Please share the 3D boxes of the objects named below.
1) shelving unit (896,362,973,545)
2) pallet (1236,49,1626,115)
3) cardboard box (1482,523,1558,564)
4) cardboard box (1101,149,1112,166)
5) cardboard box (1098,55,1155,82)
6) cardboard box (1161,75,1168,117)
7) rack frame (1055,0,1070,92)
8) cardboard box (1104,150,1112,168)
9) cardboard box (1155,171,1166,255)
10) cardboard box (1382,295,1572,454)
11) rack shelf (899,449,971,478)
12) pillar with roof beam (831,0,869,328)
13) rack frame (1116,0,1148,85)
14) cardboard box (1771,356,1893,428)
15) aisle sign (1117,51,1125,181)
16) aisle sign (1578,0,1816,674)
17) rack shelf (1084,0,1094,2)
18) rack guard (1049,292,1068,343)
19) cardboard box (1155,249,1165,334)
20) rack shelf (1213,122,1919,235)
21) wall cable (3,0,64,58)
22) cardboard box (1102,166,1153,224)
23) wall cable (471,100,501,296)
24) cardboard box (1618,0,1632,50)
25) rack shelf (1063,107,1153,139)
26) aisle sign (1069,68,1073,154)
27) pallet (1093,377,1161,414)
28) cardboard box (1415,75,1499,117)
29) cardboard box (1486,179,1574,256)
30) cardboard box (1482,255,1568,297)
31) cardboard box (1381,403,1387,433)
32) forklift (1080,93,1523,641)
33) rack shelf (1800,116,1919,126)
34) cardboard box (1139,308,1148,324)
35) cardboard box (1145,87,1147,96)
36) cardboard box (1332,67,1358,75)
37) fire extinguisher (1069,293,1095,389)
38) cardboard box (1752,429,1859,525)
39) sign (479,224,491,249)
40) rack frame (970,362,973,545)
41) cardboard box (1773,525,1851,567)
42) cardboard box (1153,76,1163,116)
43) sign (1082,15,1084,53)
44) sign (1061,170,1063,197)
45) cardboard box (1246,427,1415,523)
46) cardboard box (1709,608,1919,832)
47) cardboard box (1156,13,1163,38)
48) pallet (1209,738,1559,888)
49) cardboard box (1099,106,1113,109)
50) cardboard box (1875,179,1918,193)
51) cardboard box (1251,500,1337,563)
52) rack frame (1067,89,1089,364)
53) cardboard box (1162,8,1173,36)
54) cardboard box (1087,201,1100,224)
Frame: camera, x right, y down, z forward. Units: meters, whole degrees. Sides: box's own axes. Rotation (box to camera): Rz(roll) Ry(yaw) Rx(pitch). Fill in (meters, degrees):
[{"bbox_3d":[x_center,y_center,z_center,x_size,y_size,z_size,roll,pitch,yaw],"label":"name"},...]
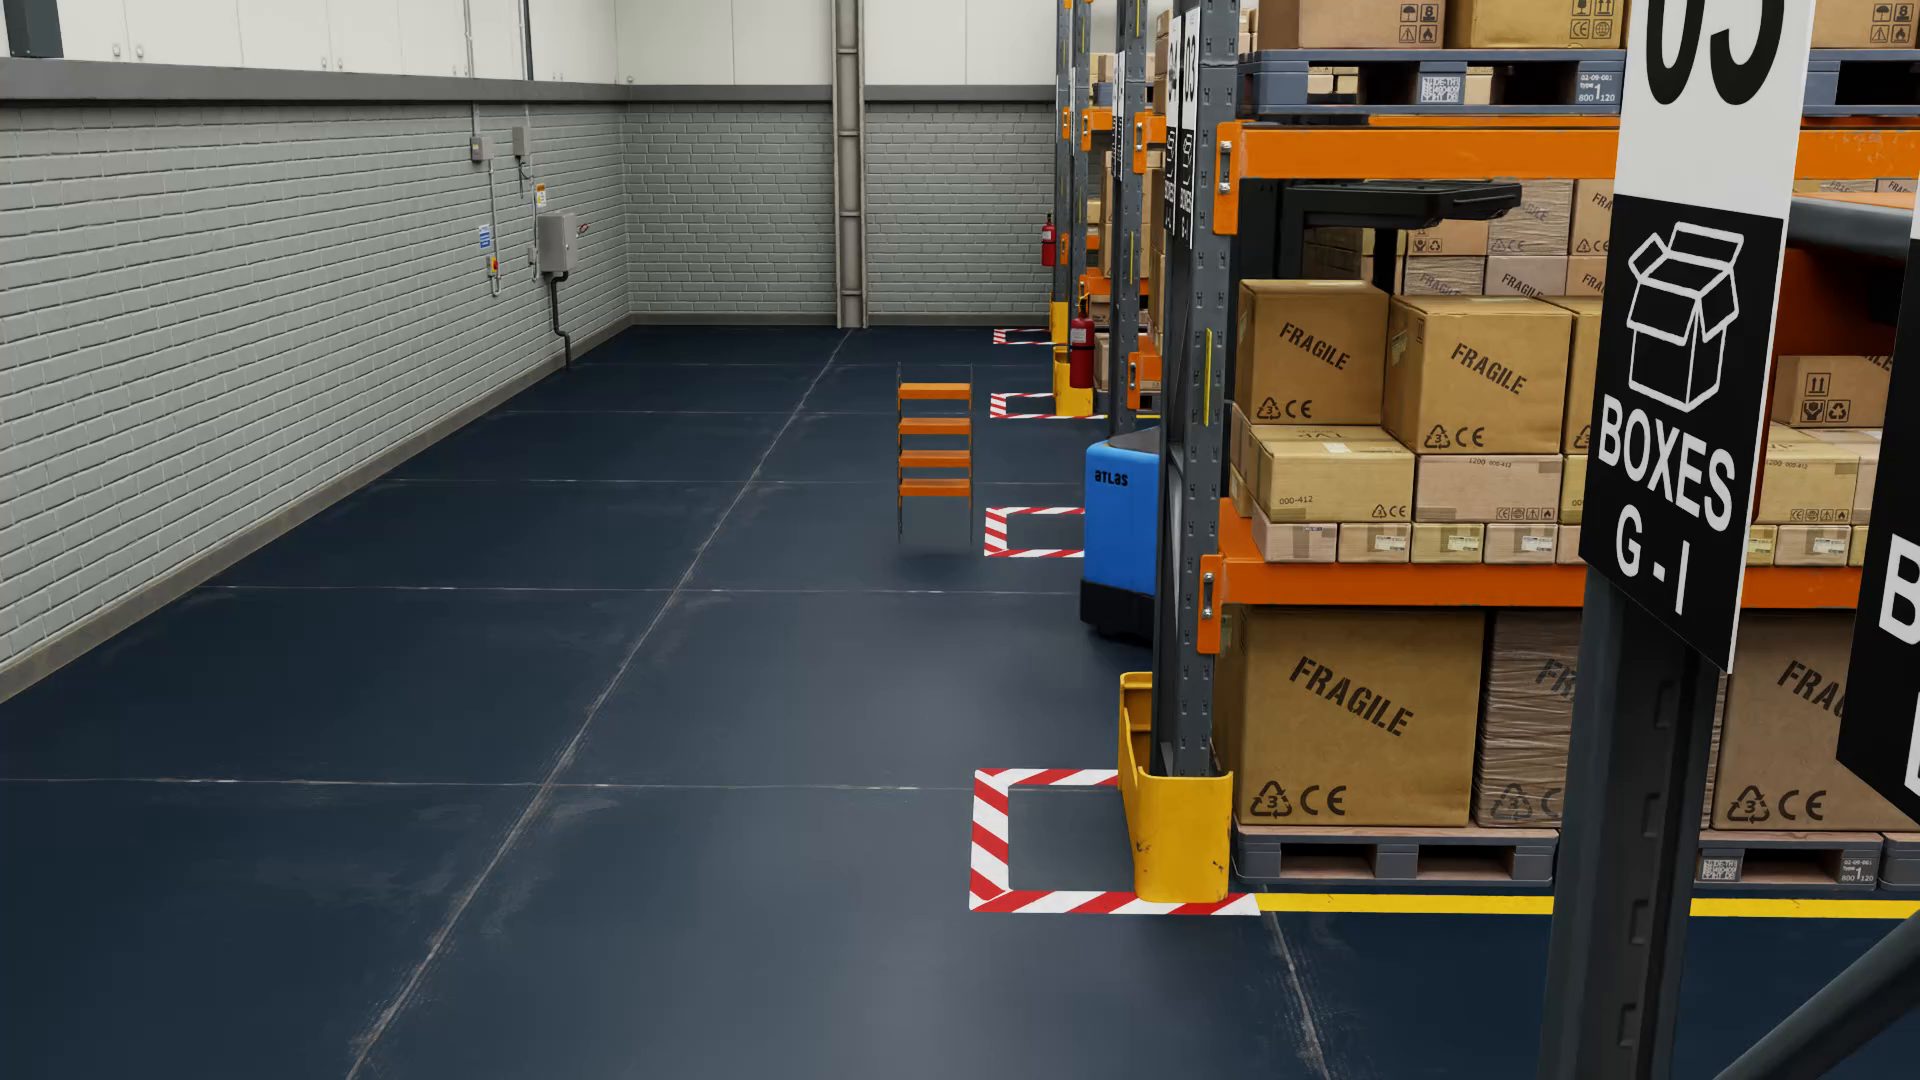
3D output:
[{"bbox_3d":[-0.165,-0.581,11.191,0.503,1.200,0.258,0,15,1],"label":"shelving unit"},{"bbox_3d":[1.614,-1.650,6.006,1.213,0.211,1.003,0,15,1],"label":"pallet"},{"bbox_3d":[1.992,-0.032,6.074,0.250,0.149,0.380,0,15,1],"label":"cardboard box"},{"bbox_3d":[1.489,-3.666,15.927,0.250,0.149,0.380,1,15,2],"label":"cardboard box"},{"bbox_3d":[1.578,-4.421,15.611,0.500,0.250,0.500,-1,15,-4],"label":"cardboard box"},{"bbox_3d":[1.542,-2.818,10.556,0.500,0.250,0.500,1,15,3],"label":"cardboard box"},{"bbox_3d":[1.249,-6.938,19.998,0.127,3.000,1.000,0,15,1],"label":"rack frame"},{"bbox_3d":[1.473,-3.544,15.465,0.250,0.149,0.380,1,15,3],"label":"cardboard box"},{"bbox_3d":[1.542,-2.114,10.732,0.500,0.500,0.500,0,15,1],"label":"cardboard box"},{"bbox_3d":[1.845,-0.603,5.986,0.500,0.500,0.500,0,15,0],"label":"cardboard box"},{"bbox_3d":[-0.165,-0.516,11.208,0.480,0.148,0.258,0,15,1],"label":"rack shelf"},{"bbox_3d":[-1.534,-6.088,16.774,0.400,9.000,9.100,0,15,1],"label":"pillar with roof beam"},{"bbox_3d":[1.100,-4.409,10.412,0.127,3.000,1.000,0,15,1],"label":"rack frame"},{"bbox_3d":[3.387,-0.728,6.460,0.500,0.500,0.500,0,15,0],"label":"cardboard box"},{"bbox_3d":[1.020,-2.689,10.558,0.004,0.787,0.394,0,15,1],"label":"aisle sign"},{"bbox_3d":[0.682,-0.313,1.552,0.004,0.787,0.394,0,15,1],"label":"aisle sign"},{"bbox_3d":[3.125,-5.118,15.293,4.000,0.370,1.077,0,15,1],"label":"rack shelf"},{"bbox_3d":[1.325,-2.828,21.080,0.348,0.500,1.175,0,15,1],"label":"rack guard"},{"bbox_3d":[1.542,-1.627,10.849,0.500,0.500,0.500,1,15,4],"label":"cardboard box"},{"bbox_3d":[2.872,-1.334,6.046,4.000,0.370,1.077,0,15,1],"label":"rack shelf"},{"bbox_3d":[-4.692,-5.616,8.681,0.120,5.999,2.277,0,15,1],"label":"wall cable"},{"bbox_3d":[1.598,-3.228,15.537,0.500,0.500,0.500,0,15,0],"label":"cardboard box"},{"bbox_3d":[-4.512,-3.309,15.948,0.123,1.953,0.585,0,15,1],"label":"wall cable"},{"bbox_3d":[2.471,-1.979,5.867,0.500,0.500,0.700,-1,15,-2],"label":"cardboard box"},{"bbox_3d":[3.248,-5.127,20.423,4.000,0.370,1.077,0,15,1],"label":"rack shelf"},{"bbox_3d":[1.062,-4.108,15.935,0.004,0.787,0.394,0,15,1],"label":"aisle sign"},{"bbox_3d":[1.927,-1.438,16.377,1.213,0.211,1.003,0,15,1],"label":"pallet"},{"bbox_3d":[3.100,-2.808,10.515,0.500,0.250,0.500,0,15,1],"label":"cardboard box"},{"bbox_3d":[3.594,-2.101,10.685,0.500,0.500,0.500,1,15,3],"label":"cardboard box"},{"bbox_3d":[3.592,-1.613,10.795,0.500,0.500,0.500,0,15,1],"label":"cardboard box"},{"bbox_3d":[1.871,-0.377,6.598,0.500,0.250,0.500,0,15,0],"label":"cardboard box"},{"bbox_3d":[2.140,-0.761,8.477,3.031,2.935,1.130,12,19,37],"label":"forklift"},{"bbox_3d":[7.098,-2.572,10.739,4.000,0.370,1.077,0,15,1],"label":"rack shelf"},{"bbox_3d":[2.281,-2.821,20.918,0.250,0.149,0.380,0,15,-1],"label":"cardboard box"},{"bbox_3d":[2.194,-5.488,20.094,0.500,0.250,0.500,1,15,2],"label":"cardboard box"},{"bbox_3d":[2.559,-3.049,10.452,0.500,0.250,0.500,1,15,2],"label":"cardboard box"},{"bbox_3d":[0.860,-1.410,11.687,0.183,0.674,0.296,0,15,1],"label":"fire extinguisher"},{"bbox_3d":[2.889,-0.236,6.064,0.500,0.250,0.500,0,15,0],"label":"cardboard box"},{"bbox_3d":[-4.574,-2.921,16.002,0.001,0.218,0.327,0,15,1],"label":"sign"},{"bbox_3d":[0.078,-0.580,11.185,0.015,1.200,0.240,0,15,1],"label":"rack frame"},{"bbox_3d":[3.019,-0.025,6.049,0.250,0.149,0.380,1,15,2],"label":"cardboard box"},{"bbox_3d":[1.562,-2.951,11.059,0.500,0.250,0.500,0,15,0],"label":"cardboard box"},{"bbox_3d":[1.105,-4.541,14.924,0.005,0.325,0.100,0,15,1],"label":"sign"},{"bbox_3d":[1.235,-4.318,20.128,0.005,0.325,0.100,0,15,1],"label":"sign"},{"bbox_3d":[1.345,-0.244,6.094,0.500,0.250,0.500,0,15,0],"label":"cardboard box"},{"bbox_3d":[3.314,0.576,6.620,0.875,0.875,0.875,0,15,1],"label":"cardboard box"},{"bbox_3d":[1.440,-3.394,10.975,0.250,0.149,0.380,0,15,1],"label":"cardboard box"},{"bbox_3d":[1.674,1.089,6.798,1.213,0.211,1.003,0,15,1],"label":"pallet"},{"bbox_3d":[1.824,-5.310,20.198,0.250,0.149,0.380,1,15,2],"label":"cardboard box"},{"bbox_3d":[8.599,-3.188,15.387,0.500,0.500,0.500,0,15,0],"label":"cardboard box"},{"bbox_3d":[1.219,-0.036,6.090,0.250,0.149,0.380,1,15,2],"label":"cardboard box"},{"bbox_3d":[1.126,-2.772,15.965,0.127,3.000,1.000,0,15,1],"label":"rack frame"},{"bbox_3d":[1.418,-3.261,10.471,0.250,0.149,0.380,0,15,1],"label":"cardboard box"},{"bbox_3d":[1.695,-4.037,20.472,0.500,0.250,0.500,0,15,2],"label":"cardboard box"}]
